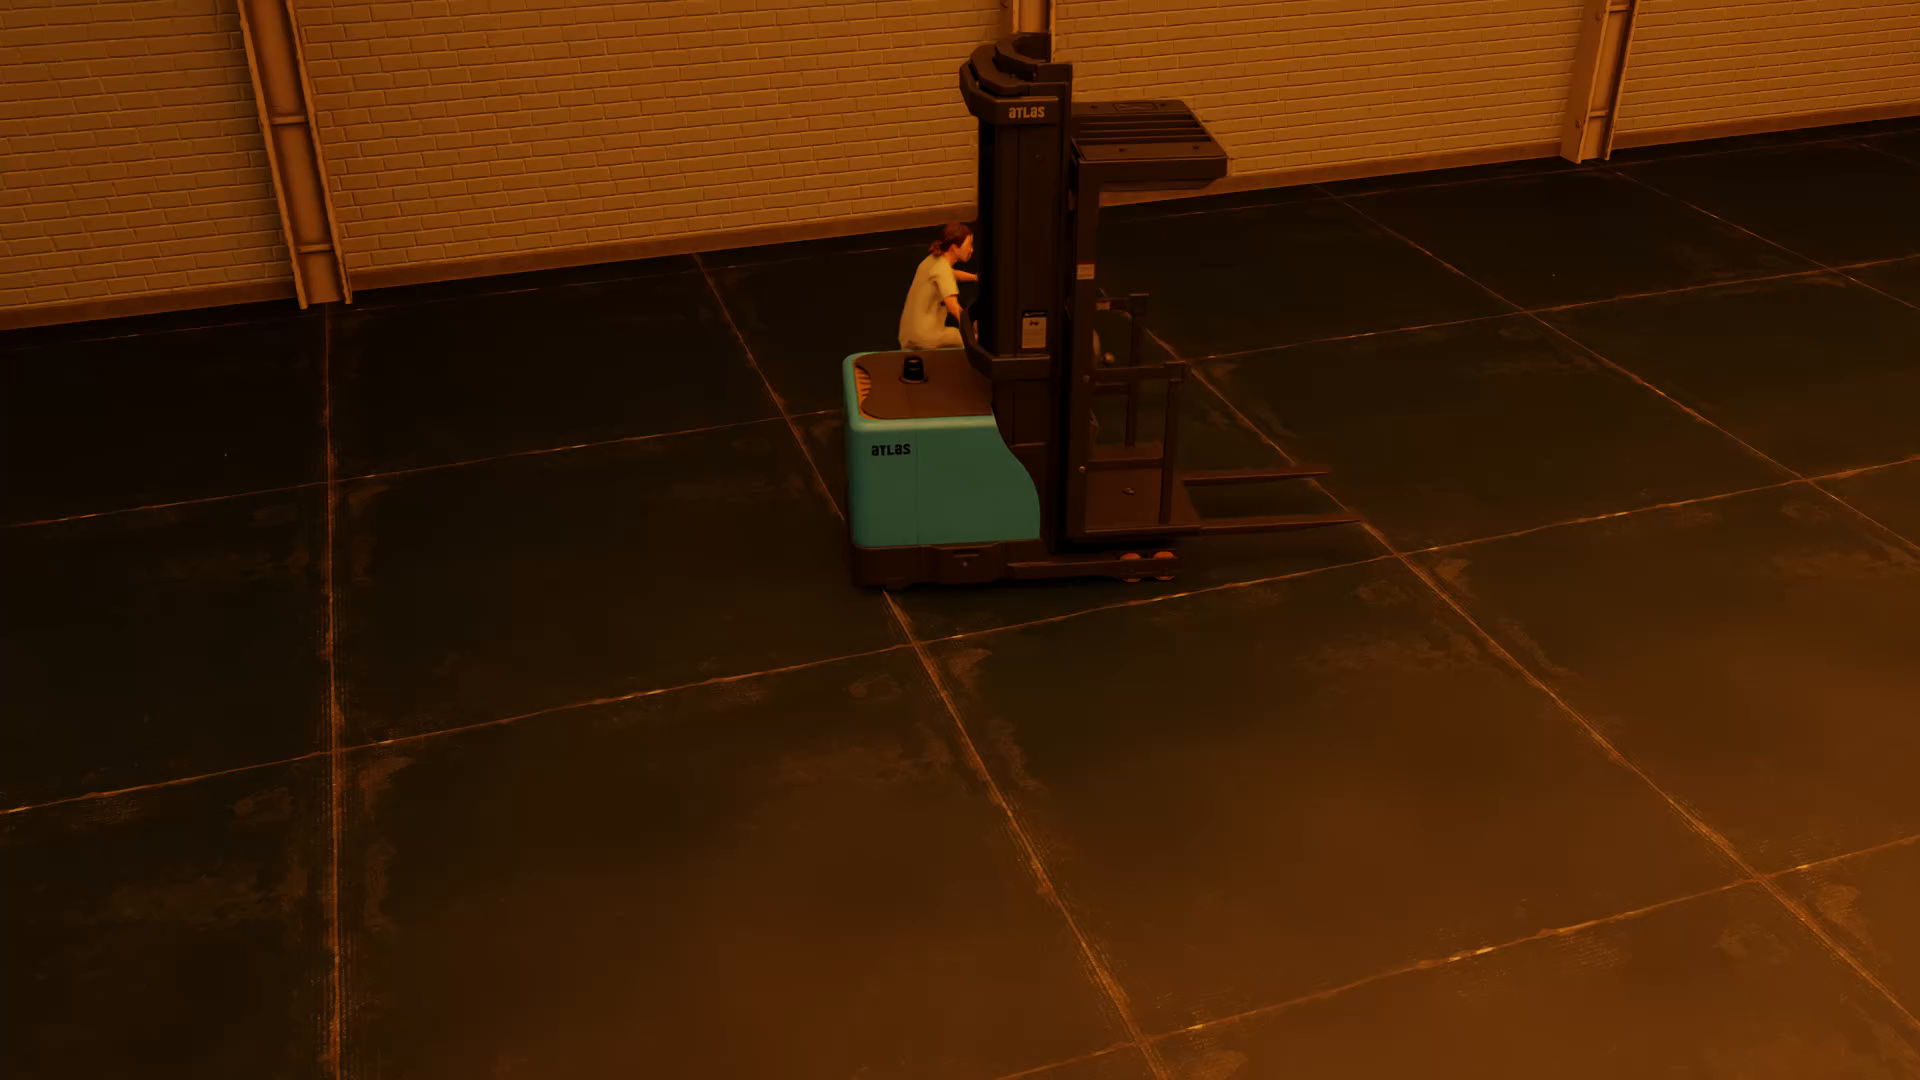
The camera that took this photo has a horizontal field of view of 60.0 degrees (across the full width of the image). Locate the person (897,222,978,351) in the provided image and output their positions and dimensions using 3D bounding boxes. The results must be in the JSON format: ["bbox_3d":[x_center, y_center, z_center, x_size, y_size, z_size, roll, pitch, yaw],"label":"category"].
[{"bbox_3d":[0.019,-1.342,10.903,0.804,1.437,0.869,-19,35,-30],"label":"person"}]

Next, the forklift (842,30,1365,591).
[{"bbox_3d":[0.847,-1.286,9.321,3.031,2.935,1.130,-3,30,-5],"label":"forklift"}]
